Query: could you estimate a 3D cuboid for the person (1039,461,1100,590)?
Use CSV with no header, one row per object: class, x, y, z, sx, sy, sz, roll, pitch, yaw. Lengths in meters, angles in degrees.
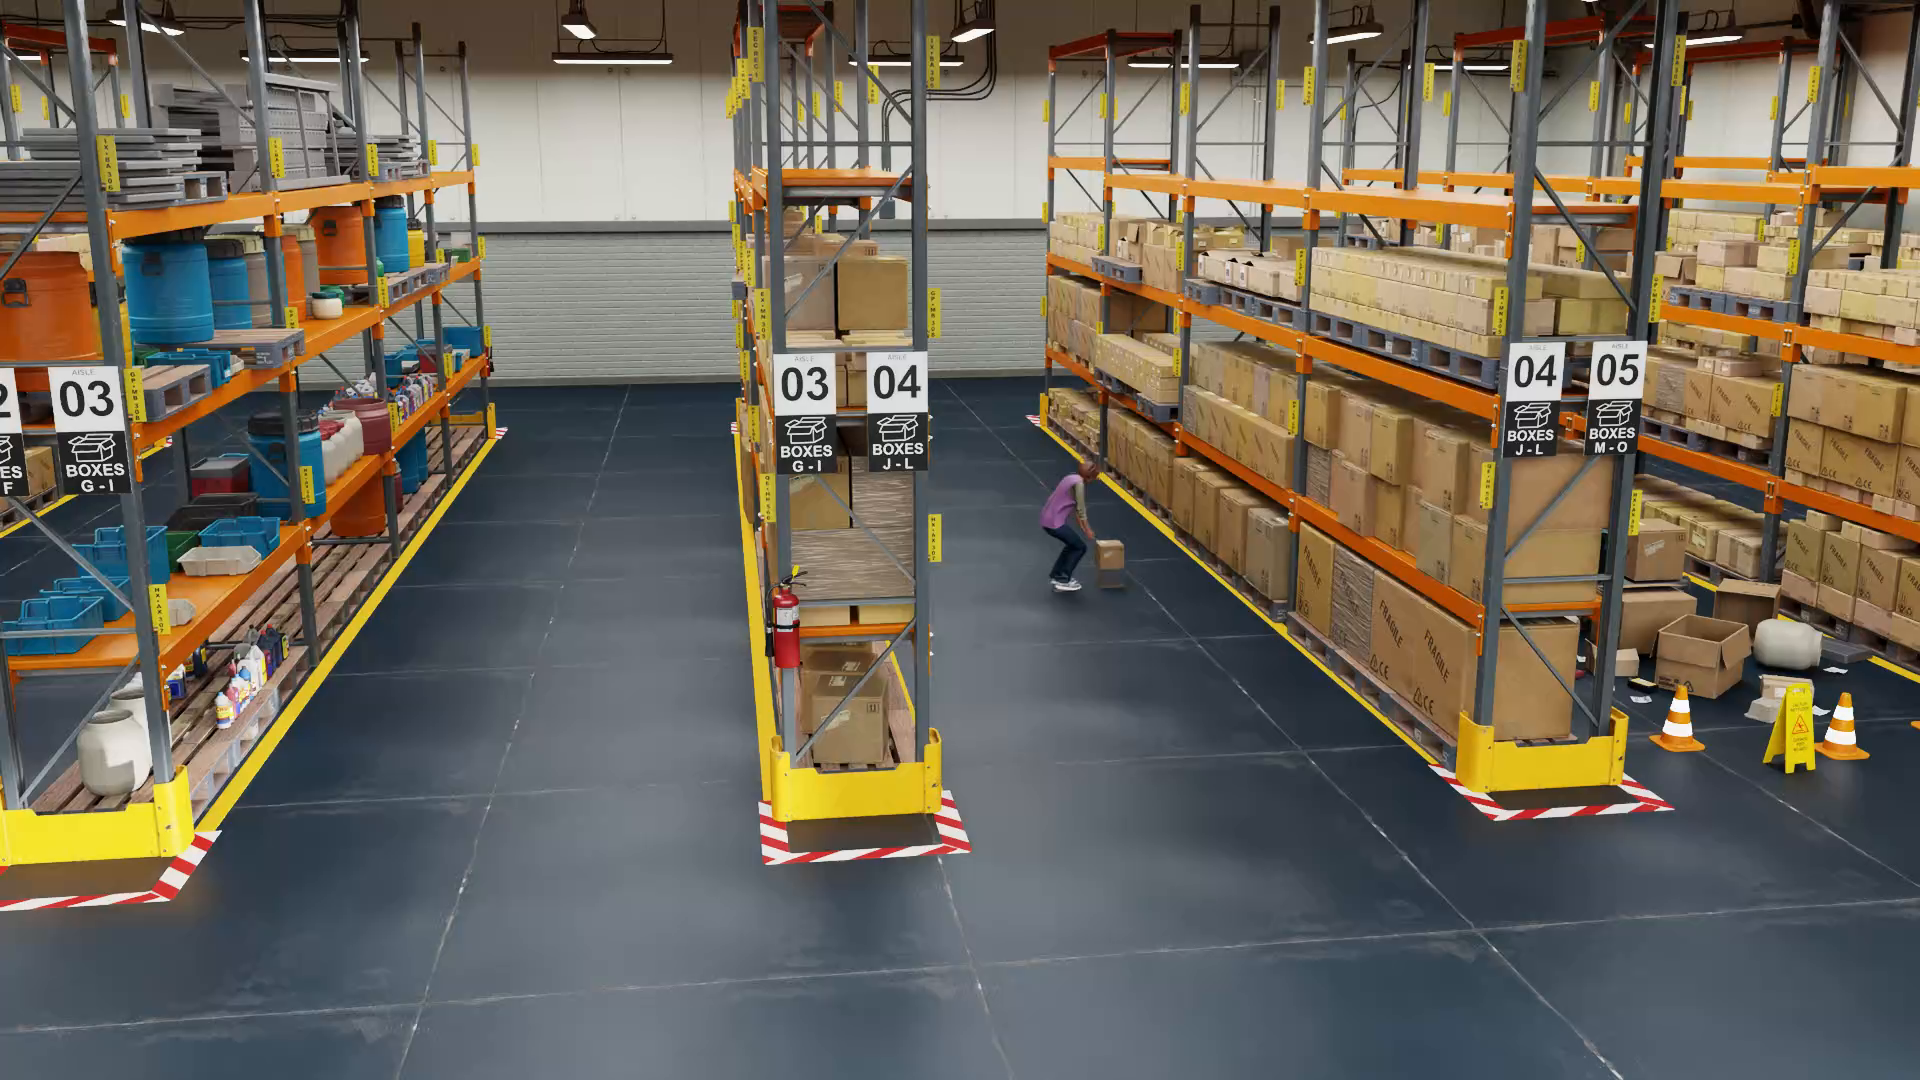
person,1.129,-0.154,17.293,0.638,1.311,0.462,-2,14,-8
